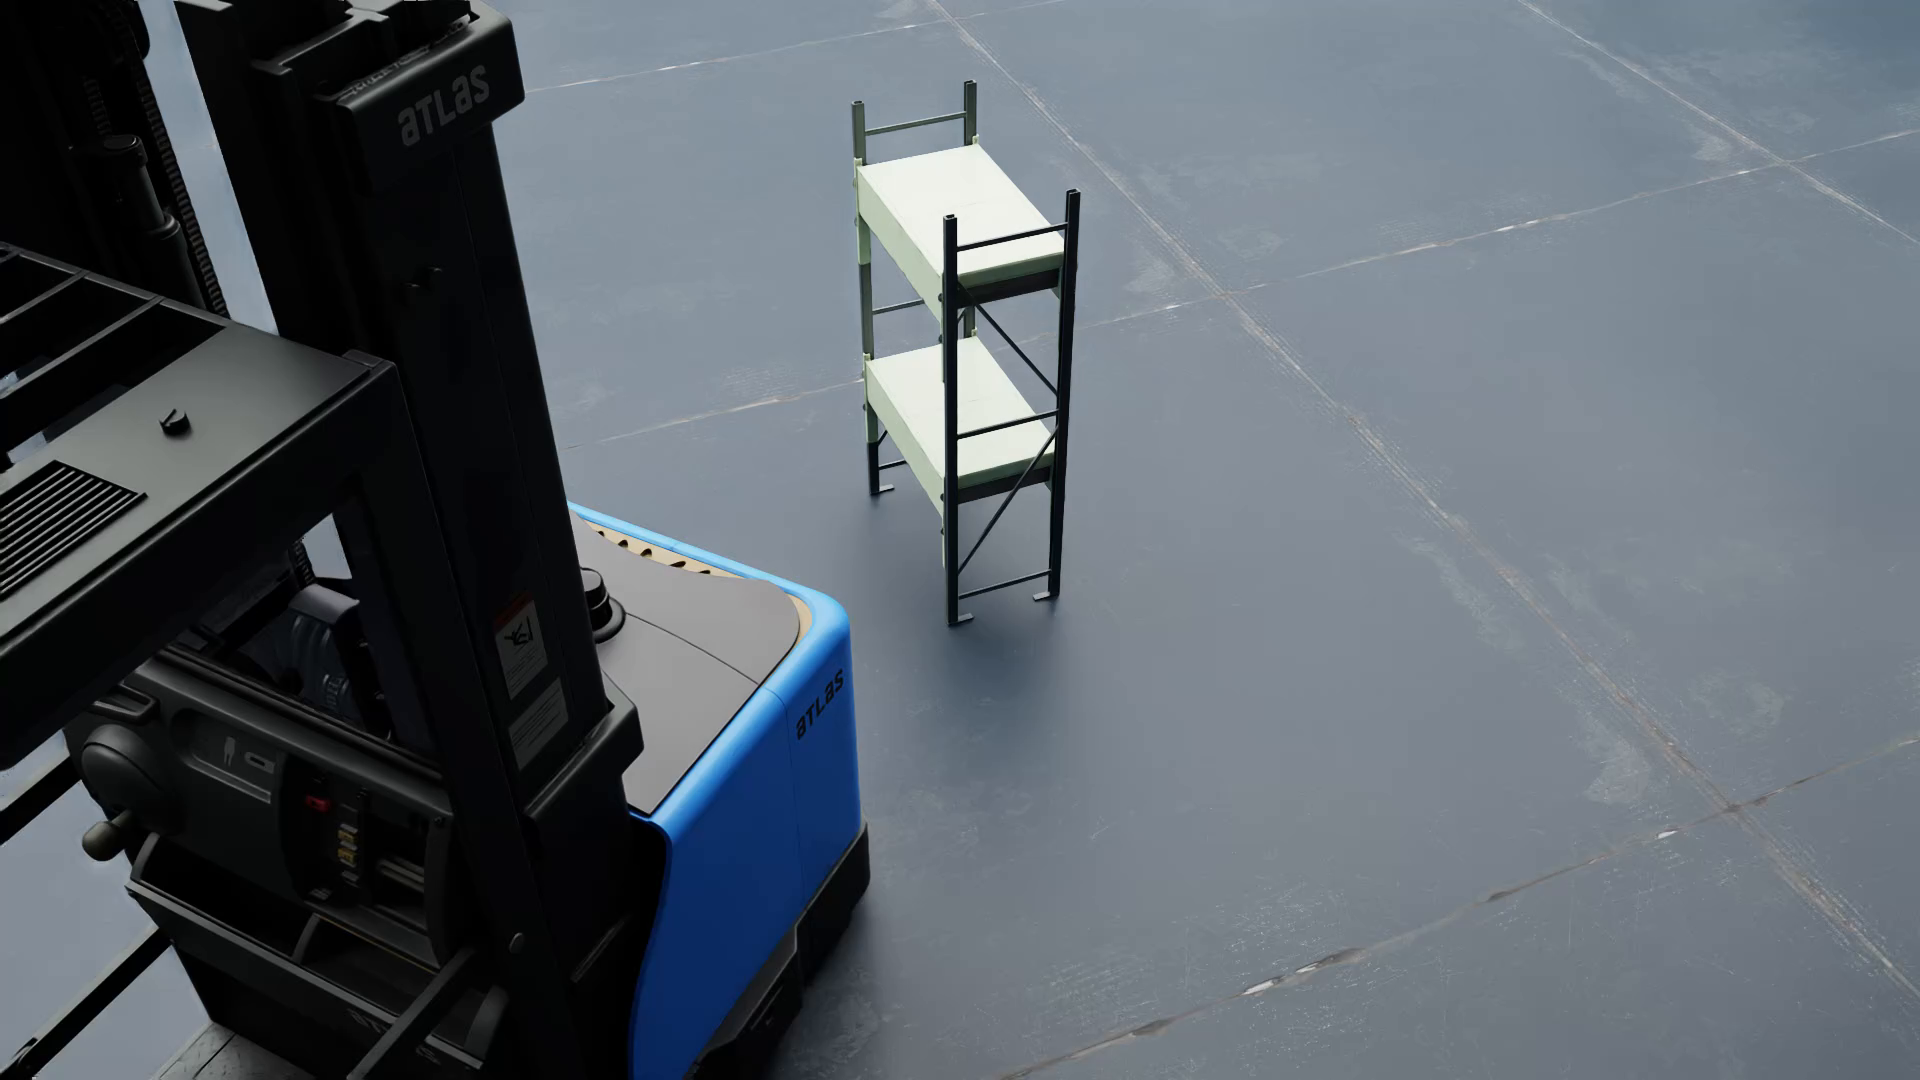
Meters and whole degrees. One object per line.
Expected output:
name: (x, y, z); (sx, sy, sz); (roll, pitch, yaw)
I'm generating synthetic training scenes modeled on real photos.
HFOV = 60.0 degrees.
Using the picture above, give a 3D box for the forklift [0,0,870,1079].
forklift: (-1.370, 0.559, 2.851); (1.130, 2.935, 3.031); (19, 44, 20)

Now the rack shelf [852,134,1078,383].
rack shelf: (0.003, -0.861, 5.002); (0.431, 0.370, 0.720); (-15, 43, -17)

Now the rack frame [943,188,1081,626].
rack frame: (0.143, -0.344, 5.000); (0.400, 1.500, 0.023); (-15, 43, -17)

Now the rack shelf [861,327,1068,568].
rack shelf: (0.003, -0.317, 5.469); (0.431, 0.370, 0.720); (-15, 43, -17)

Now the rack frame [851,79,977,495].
rack frame: (-0.137, -0.785, 5.513); (0.400, 1.500, 0.023); (-15, 43, -17)

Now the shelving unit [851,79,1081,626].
shelving unit: (0.003, -0.565, 5.256); (0.431, 1.500, 0.755); (-15, 43, -17)
